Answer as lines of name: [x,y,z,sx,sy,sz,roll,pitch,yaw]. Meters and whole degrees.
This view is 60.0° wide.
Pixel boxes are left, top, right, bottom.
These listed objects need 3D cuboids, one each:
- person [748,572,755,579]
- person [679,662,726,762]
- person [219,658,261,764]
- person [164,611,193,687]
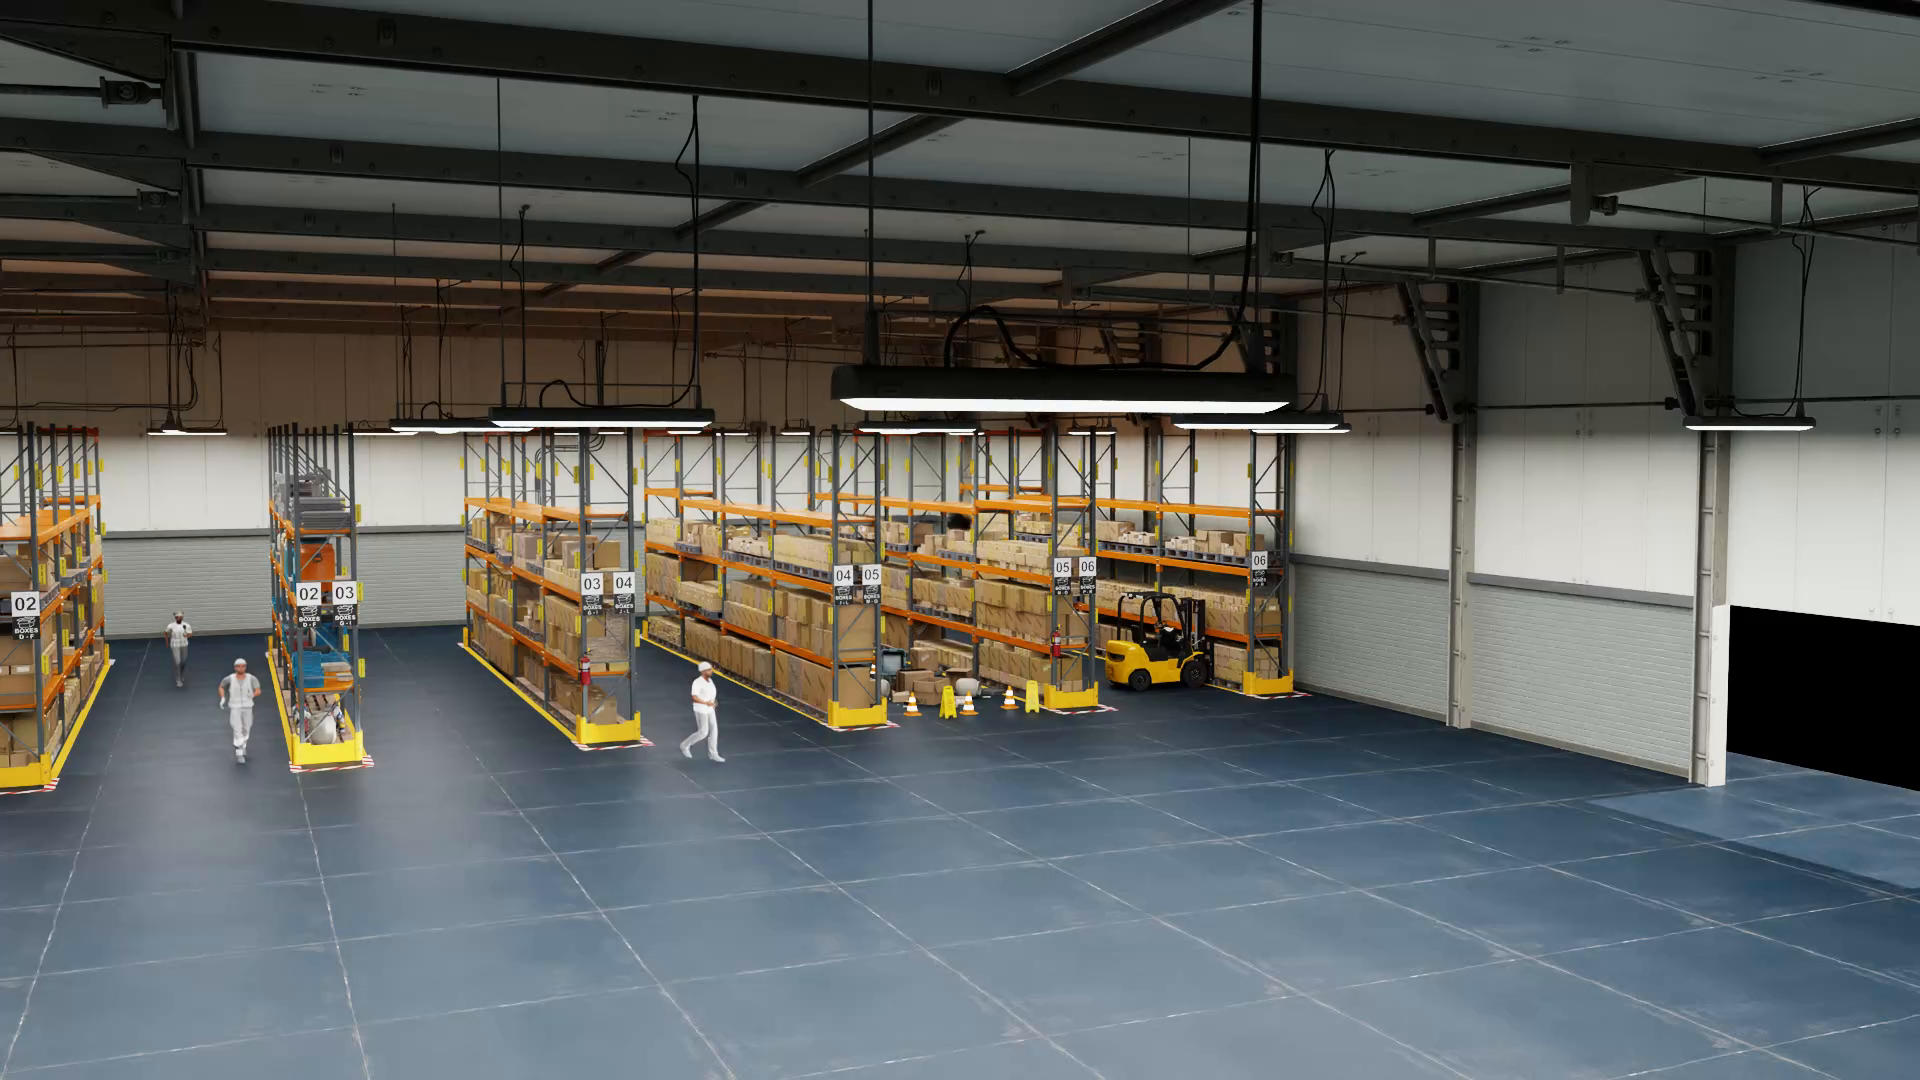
person: [-6.350,1.793,50.475,0.903,1.758,0.733,-1,4,-18]
person: [-4.558,3.042,29.492,0.837,1.775,0.725,1,4,16]
person: [-12.765,3.002,29.518,0.663,1.804,0.903,-2,4,-32]
person: [-18.146,2.509,38.648,0.556,1.735,0.833,-3,4,-39]
